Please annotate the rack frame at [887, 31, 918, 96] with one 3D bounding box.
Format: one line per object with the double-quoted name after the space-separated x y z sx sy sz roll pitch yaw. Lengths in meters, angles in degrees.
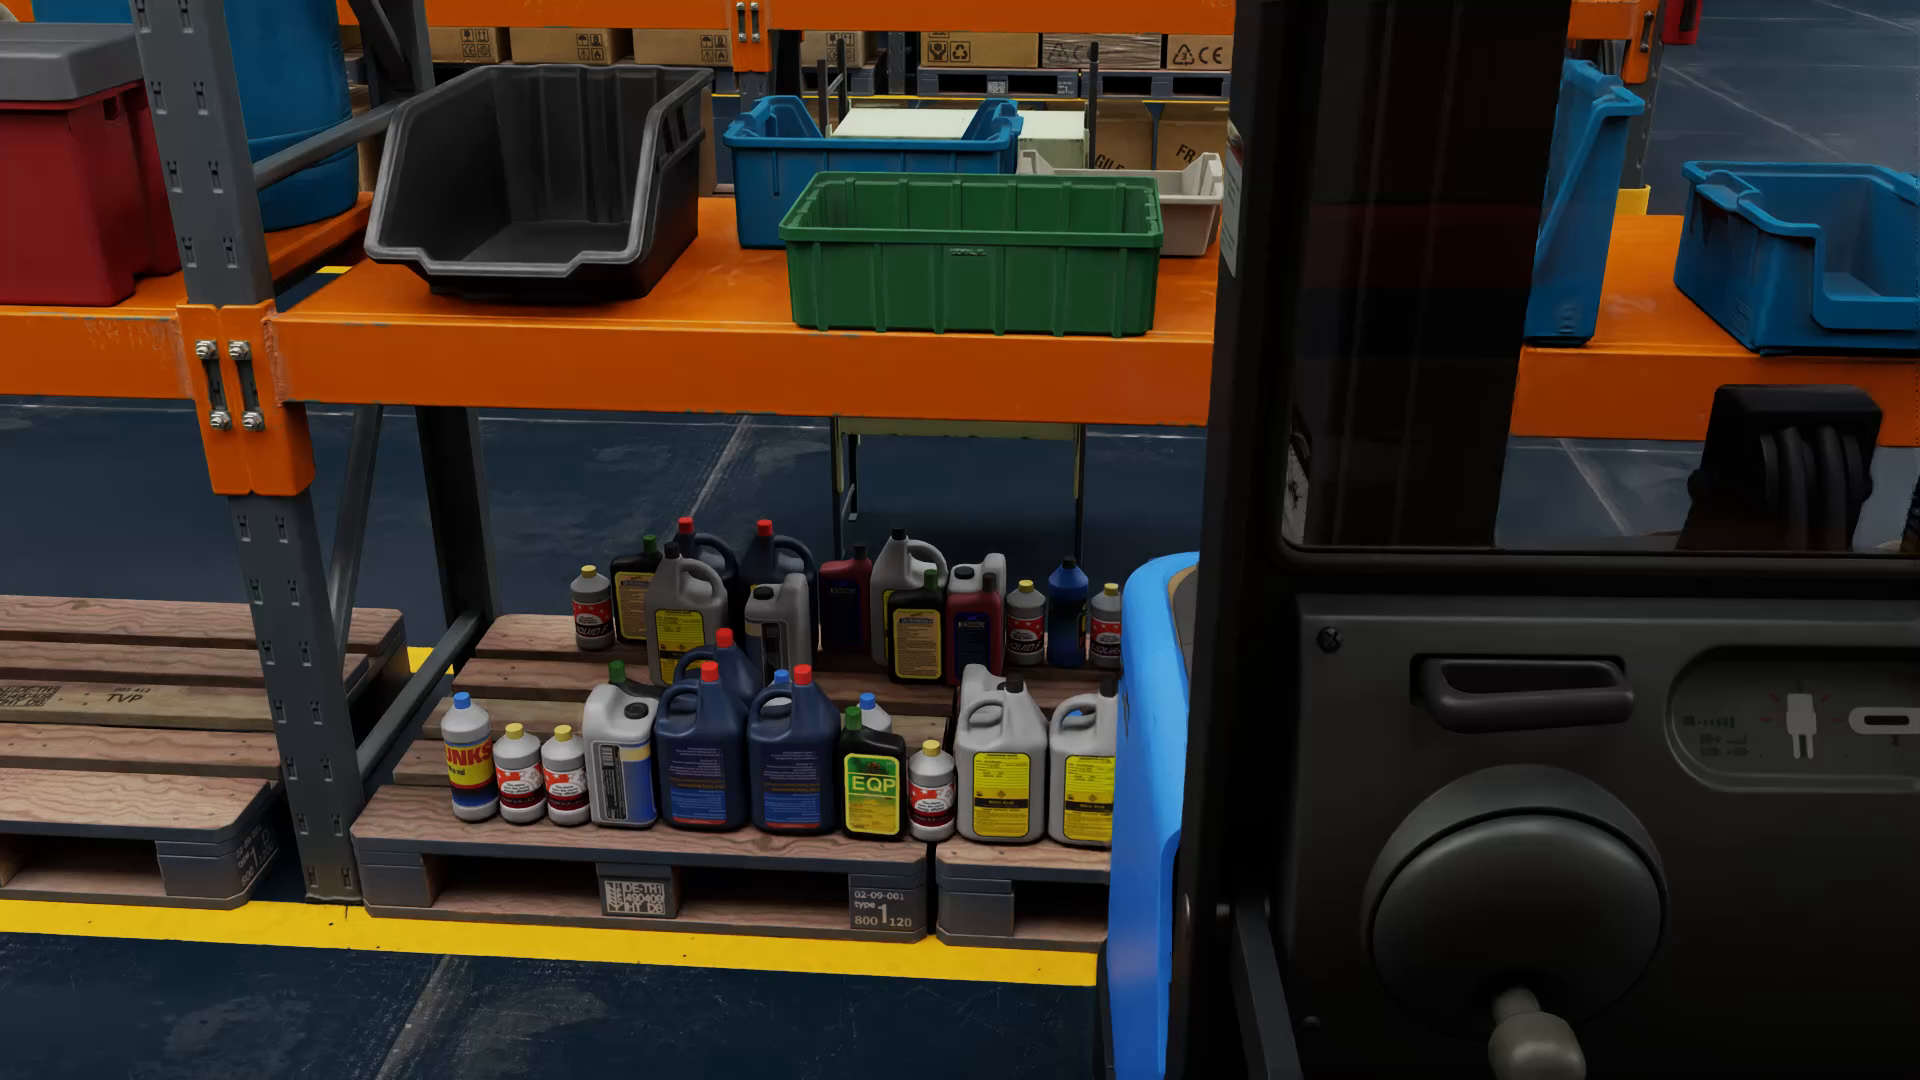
-0.440 -4.921 12.355 0.127 3.000 1.000 2 25 4 "rack frame"

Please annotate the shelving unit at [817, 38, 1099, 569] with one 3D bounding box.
0.007 -0.681 4.936 0.755 1.500 0.431 2 25 4 "shelving unit"

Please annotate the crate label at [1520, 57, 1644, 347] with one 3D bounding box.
0.833 -0.627 2.981 0.616 0.435 0.502 2 25 4 "crate label"

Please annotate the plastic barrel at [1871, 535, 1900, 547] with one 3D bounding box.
2.027 0.286 3.514 0.421 0.512 0.421 0 25 0 "plastic barrel"

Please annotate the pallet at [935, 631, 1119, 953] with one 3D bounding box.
0.587 0.551 3.800 1.213 0.211 1.003 2 25 4 "pallet"

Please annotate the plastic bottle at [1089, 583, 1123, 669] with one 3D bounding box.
0.365 0.202 4.044 0.097 0.201 0.097 0 25 0 "plastic bottle"

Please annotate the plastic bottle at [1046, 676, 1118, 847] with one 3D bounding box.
0.271 0.436 3.358 0.185 0.351 0.144 3 25 6 "plastic bottle"

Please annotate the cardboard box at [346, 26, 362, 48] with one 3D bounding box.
-5.114 -4.233 13.349 0.500 0.500 0.500 1 25 2 "cardboard box"

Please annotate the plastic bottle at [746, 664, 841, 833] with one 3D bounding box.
-0.338 0.416 3.400 0.185 0.351 0.144 1 25 2 "plastic bottle"

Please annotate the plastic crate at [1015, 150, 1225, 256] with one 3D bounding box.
0.339 -0.726 3.555 0.437 0.136 0.530 2 25 4 "plastic crate"

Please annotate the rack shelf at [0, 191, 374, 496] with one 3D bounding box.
-3.294 -0.530 3.673 4.000 0.370 1.077 2 25 4 "rack shelf"

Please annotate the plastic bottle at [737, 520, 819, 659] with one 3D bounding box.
-0.444 0.118 4.048 0.185 0.351 0.144 1 25 1 "plastic bottle"

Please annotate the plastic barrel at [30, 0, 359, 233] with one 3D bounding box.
-1.662 -1.159 3.580 0.708 0.901 0.600 2 25 4 "plastic barrel"

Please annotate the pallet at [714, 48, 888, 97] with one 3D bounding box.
-1.215 -3.647 12.924 1.213 0.211 1.003 2 25 4 "pallet"

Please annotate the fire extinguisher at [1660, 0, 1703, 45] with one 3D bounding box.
3.147 -2.498 7.183 0.183 0.674 0.296 2 25 4 "fire extinguisher"

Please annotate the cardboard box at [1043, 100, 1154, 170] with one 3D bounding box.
0.672 -1.880 8.236 0.500 0.500 0.500 0 25 -1 "cardboard box"

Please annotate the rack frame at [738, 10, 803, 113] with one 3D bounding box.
-0.920 -2.857 7.870 0.127 3.000 1.000 2 25 4 "rack frame"

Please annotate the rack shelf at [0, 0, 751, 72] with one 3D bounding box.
-2.914 -2.594 8.159 4.000 0.370 1.077 2 25 4 "rack shelf"

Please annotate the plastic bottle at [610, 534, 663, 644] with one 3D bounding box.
-0.795 0.120 4.125 0.133 0.283 0.061 3 25 7 "plastic bottle"

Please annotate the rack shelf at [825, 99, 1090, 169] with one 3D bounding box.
0.007 -1.036 4.773 0.720 0.370 0.431 2 25 4 "rack shelf"

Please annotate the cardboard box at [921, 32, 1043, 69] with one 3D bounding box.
0.182 -4.097 12.605 0.875 0.875 0.875 2 25 5 "cardboard box"

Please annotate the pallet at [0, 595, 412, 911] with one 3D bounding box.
-2.085 0.465 3.986 1.213 0.211 1.003 2 25 4 "pallet"

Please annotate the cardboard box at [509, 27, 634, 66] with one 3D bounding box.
-2.956 -4.134 12.835 0.750 0.750 1.050 2 25 5 "cardboard box"

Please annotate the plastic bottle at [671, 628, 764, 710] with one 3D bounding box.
-0.515 0.350 3.544 0.185 0.351 0.144 2 25 4 "plastic bottle"

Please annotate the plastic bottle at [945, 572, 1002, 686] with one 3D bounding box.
0.032 0.210 3.929 0.133 0.283 0.061 2 25 4 "plastic bottle"

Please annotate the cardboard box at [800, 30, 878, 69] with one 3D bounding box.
-1.066 -4.072 12.700 0.750 0.750 1.050 2 25 4 "cardboard box"

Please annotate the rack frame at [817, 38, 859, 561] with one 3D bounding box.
-0.358 -0.693 4.961 0.023 1.500 0.400 2 25 4 "rack frame"

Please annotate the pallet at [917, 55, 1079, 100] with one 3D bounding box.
0.312 -3.597 12.815 1.213 0.211 1.003 2 25 4 "pallet"

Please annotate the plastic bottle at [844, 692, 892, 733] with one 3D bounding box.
-0.189 0.441 3.441 0.097 0.271 0.097 0 25 0 "plastic bottle"

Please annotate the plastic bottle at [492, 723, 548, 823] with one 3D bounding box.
-0.914 0.475 3.450 0.097 0.201 0.097 0 25 0 "plastic bottle"

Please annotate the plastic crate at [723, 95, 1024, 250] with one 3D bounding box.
-0.175 -0.803 3.584 0.616 0.251 0.499 2 25 4 "plastic crate"

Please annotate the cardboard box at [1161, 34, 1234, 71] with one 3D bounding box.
1.990 -4.040 12.480 0.875 0.875 0.875 1 25 3 "cardboard box"

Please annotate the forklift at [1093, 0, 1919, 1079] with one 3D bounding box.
0.730 0.278 1.139 1.130 2.935 3.031 1 25 1 "forklift"

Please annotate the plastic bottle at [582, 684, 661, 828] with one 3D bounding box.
-0.691 0.437 3.444 0.135 0.276 0.152 3 25 6 "plastic bottle"

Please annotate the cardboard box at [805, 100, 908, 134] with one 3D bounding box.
-0.525 -1.882 8.241 0.500 0.500 0.500 1 25 2 "cardboard box"

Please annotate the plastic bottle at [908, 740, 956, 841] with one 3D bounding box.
-0.058 0.503 3.391 0.097 0.201 0.097 0 25 0 "plastic bottle"

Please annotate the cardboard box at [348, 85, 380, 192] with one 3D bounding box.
-3.119 -2.008 8.490 0.500 0.500 0.700 4 25 8 "cardboard box"

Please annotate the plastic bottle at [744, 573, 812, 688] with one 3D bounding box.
-0.430 0.214 3.928 0.135 0.276 0.152 2 25 4 "plastic bottle"

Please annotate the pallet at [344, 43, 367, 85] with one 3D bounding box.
-5.207 -3.808 13.272 1.213 0.211 1.003 2 25 4 "pallet"

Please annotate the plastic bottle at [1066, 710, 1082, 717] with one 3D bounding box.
0.237 0.452 3.501 0.097 0.201 0.097 0 25 0 "plastic bottle"

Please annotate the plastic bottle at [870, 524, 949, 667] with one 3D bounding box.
-0.122 0.128 4.026 0.185 0.351 0.144 2 25 4 "plastic bottle"

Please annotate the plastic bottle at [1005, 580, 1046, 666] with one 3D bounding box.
0.160 0.195 4.059 0.097 0.201 0.097 0 25 0 "plastic bottle"
